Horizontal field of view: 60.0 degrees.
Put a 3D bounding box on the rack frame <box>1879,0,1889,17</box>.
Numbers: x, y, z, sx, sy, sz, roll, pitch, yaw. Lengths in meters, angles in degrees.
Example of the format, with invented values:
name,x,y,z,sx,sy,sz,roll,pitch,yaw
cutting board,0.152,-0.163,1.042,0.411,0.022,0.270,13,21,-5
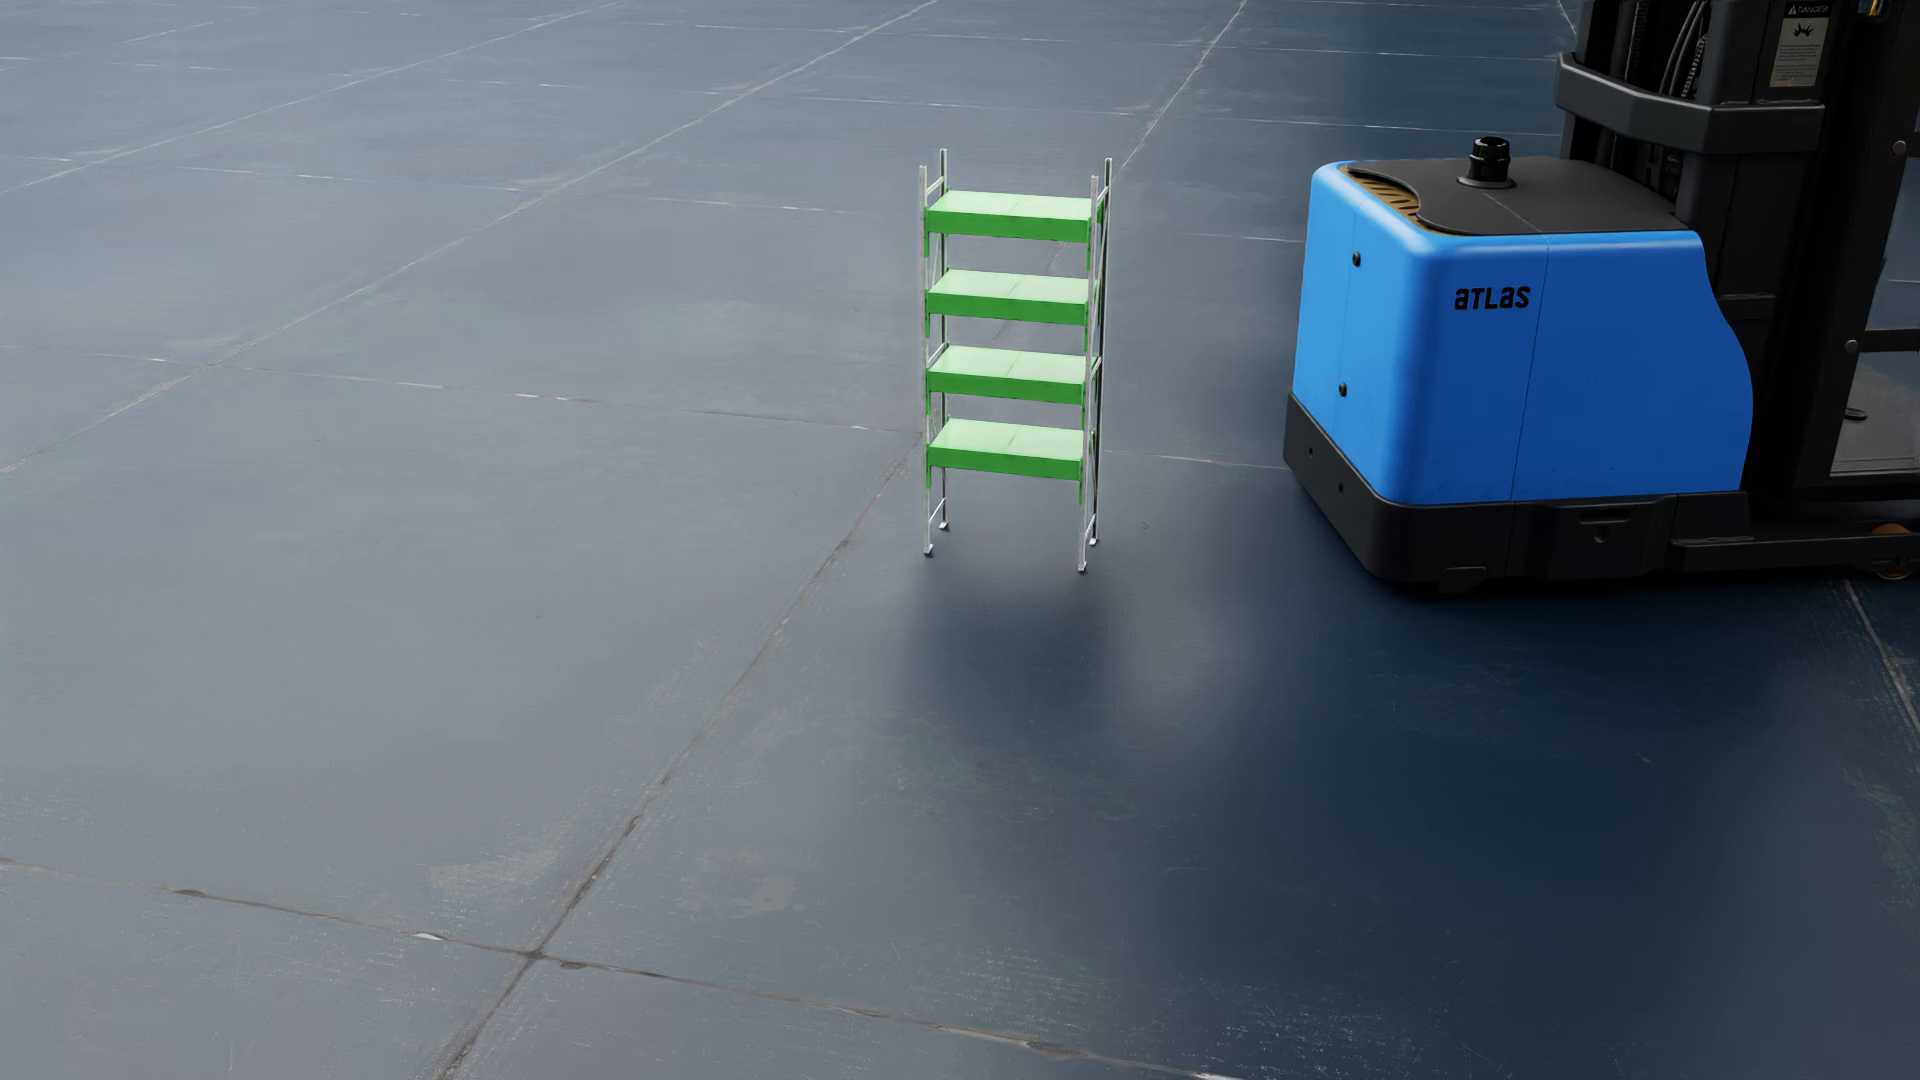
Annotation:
name,x,y,z,sx,sy,sz,roll,pitch,yaw
rack frame,7.359,-5.114,12.501,0.127,3.000,1.000,6,26,13

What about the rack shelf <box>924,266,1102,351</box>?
name,x,y,z,sx,sy,sz,roll,pitch,yaw
rack shelf,0.160,-0.683,4.879,0.480,0.148,0.258,6,26,13

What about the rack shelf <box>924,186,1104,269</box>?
name,x,y,z,sx,sy,sz,roll,pitch,yaw
rack shelf,0.160,-0.900,4.776,0.480,0.148,0.258,6,26,13

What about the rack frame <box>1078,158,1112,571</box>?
name,x,y,z,sx,sy,sz,roll,pitch,yaw
rack frame,0.397,-0.498,4.900,0.015,1.200,0.240,6,26,13

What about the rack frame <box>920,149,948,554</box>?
name,x,y,z,sx,sy,sz,roll,pitch,yaw
rack frame,-0.076,-0.550,5.010,0.015,1.200,0.240,6,26,13

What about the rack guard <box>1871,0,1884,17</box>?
name,x,y,z,sx,sy,sz,roll,pitch,yaw
rack guard,7.433,-3.977,13.022,0.348,0.500,1.175,6,26,13

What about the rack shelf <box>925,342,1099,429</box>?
name,x,y,z,sx,sy,sz,roll,pitch,yaw
rack shelf,0.160,-0.466,4.982,0.480,0.148,0.258,6,26,13

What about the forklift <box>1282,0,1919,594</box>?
name,x,y,z,sx,sy,sz,roll,pitch,yaw
forklift,2.653,-1.426,4.836,3.031,2.935,1.130,-3,26,-6

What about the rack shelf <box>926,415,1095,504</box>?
name,x,y,z,sx,sy,sz,roll,pitch,yaw
rack shelf,0.160,-0.250,5.086,0.480,0.148,0.258,6,26,13

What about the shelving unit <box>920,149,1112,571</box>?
name,x,y,z,sx,sy,sz,roll,pitch,yaw
shelving unit,0.160,-0.524,4.955,0.503,1.200,0.258,6,26,13
